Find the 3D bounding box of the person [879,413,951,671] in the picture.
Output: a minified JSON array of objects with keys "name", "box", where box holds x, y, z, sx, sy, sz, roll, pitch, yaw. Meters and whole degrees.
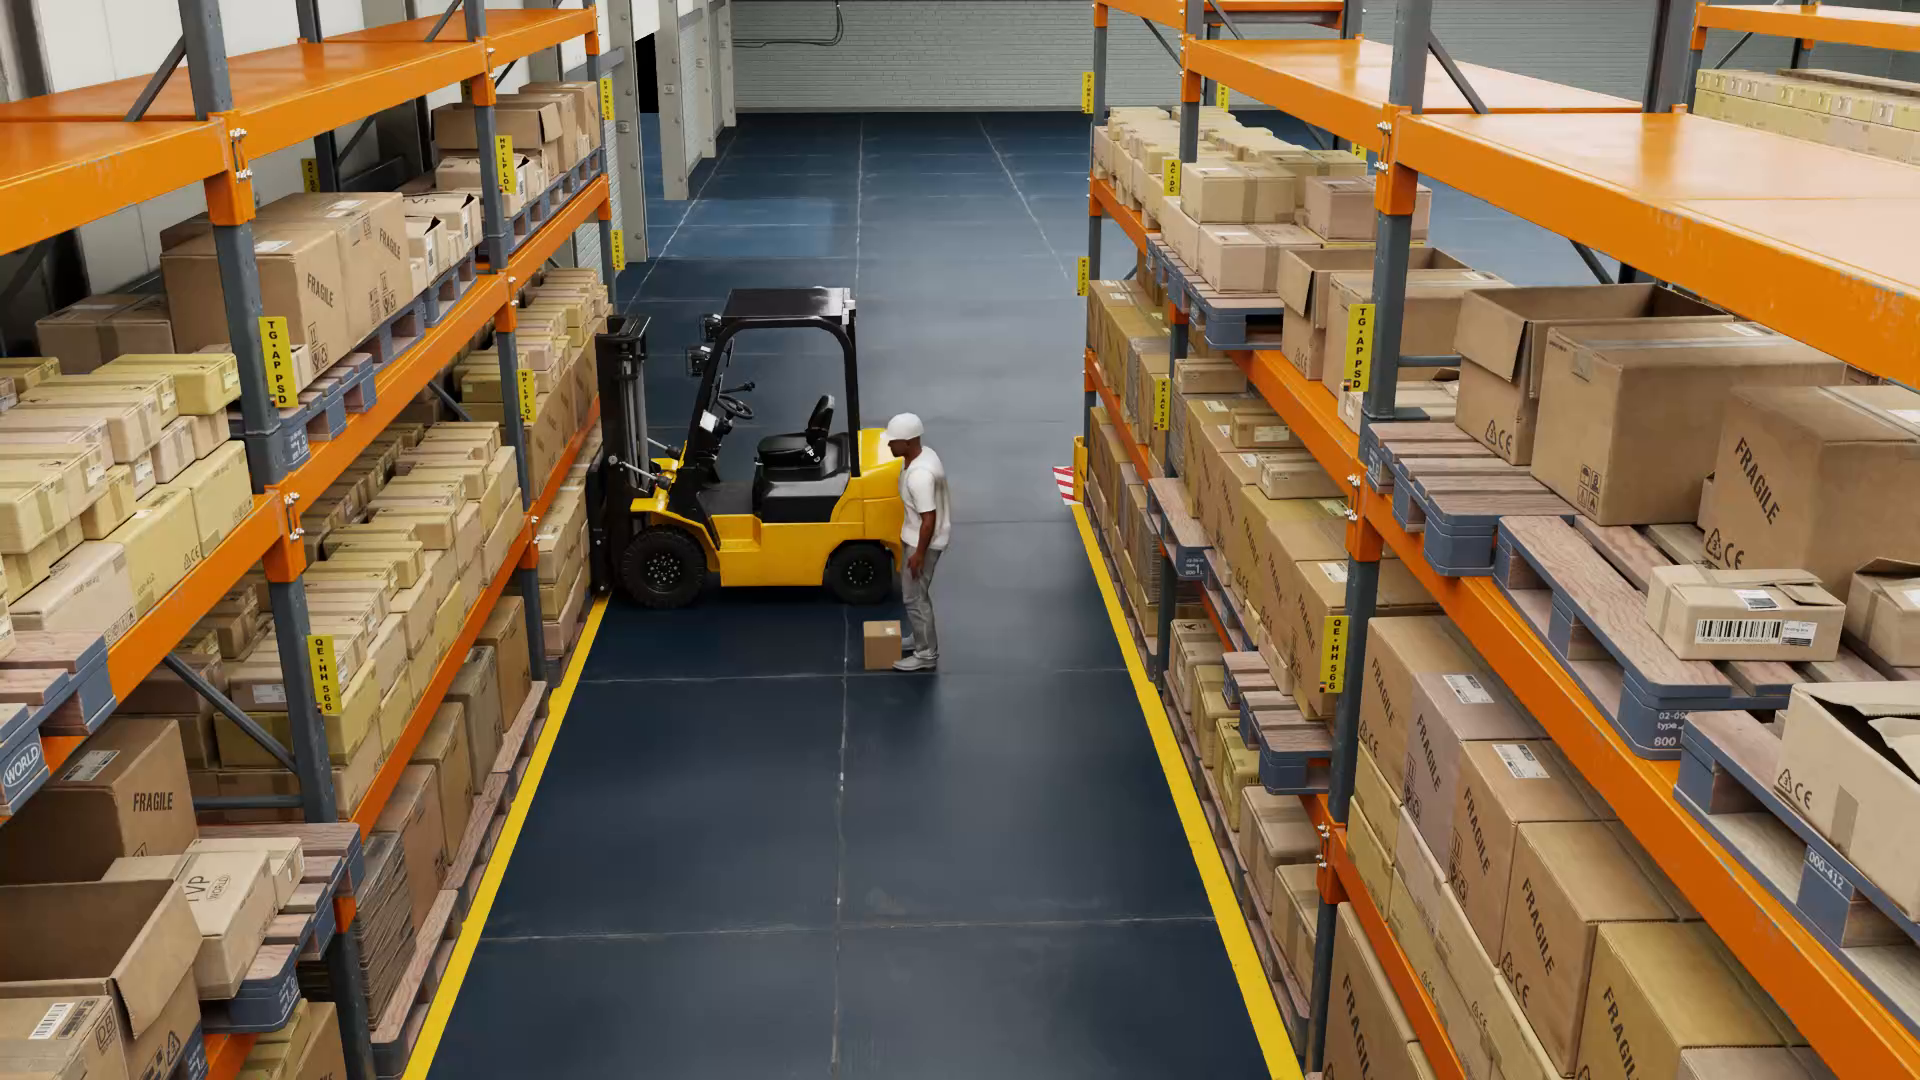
[{"name":"person","box":[-0.294,-0.001,11.053,0.461,1.759,0.621,-2,20,-5]}]
